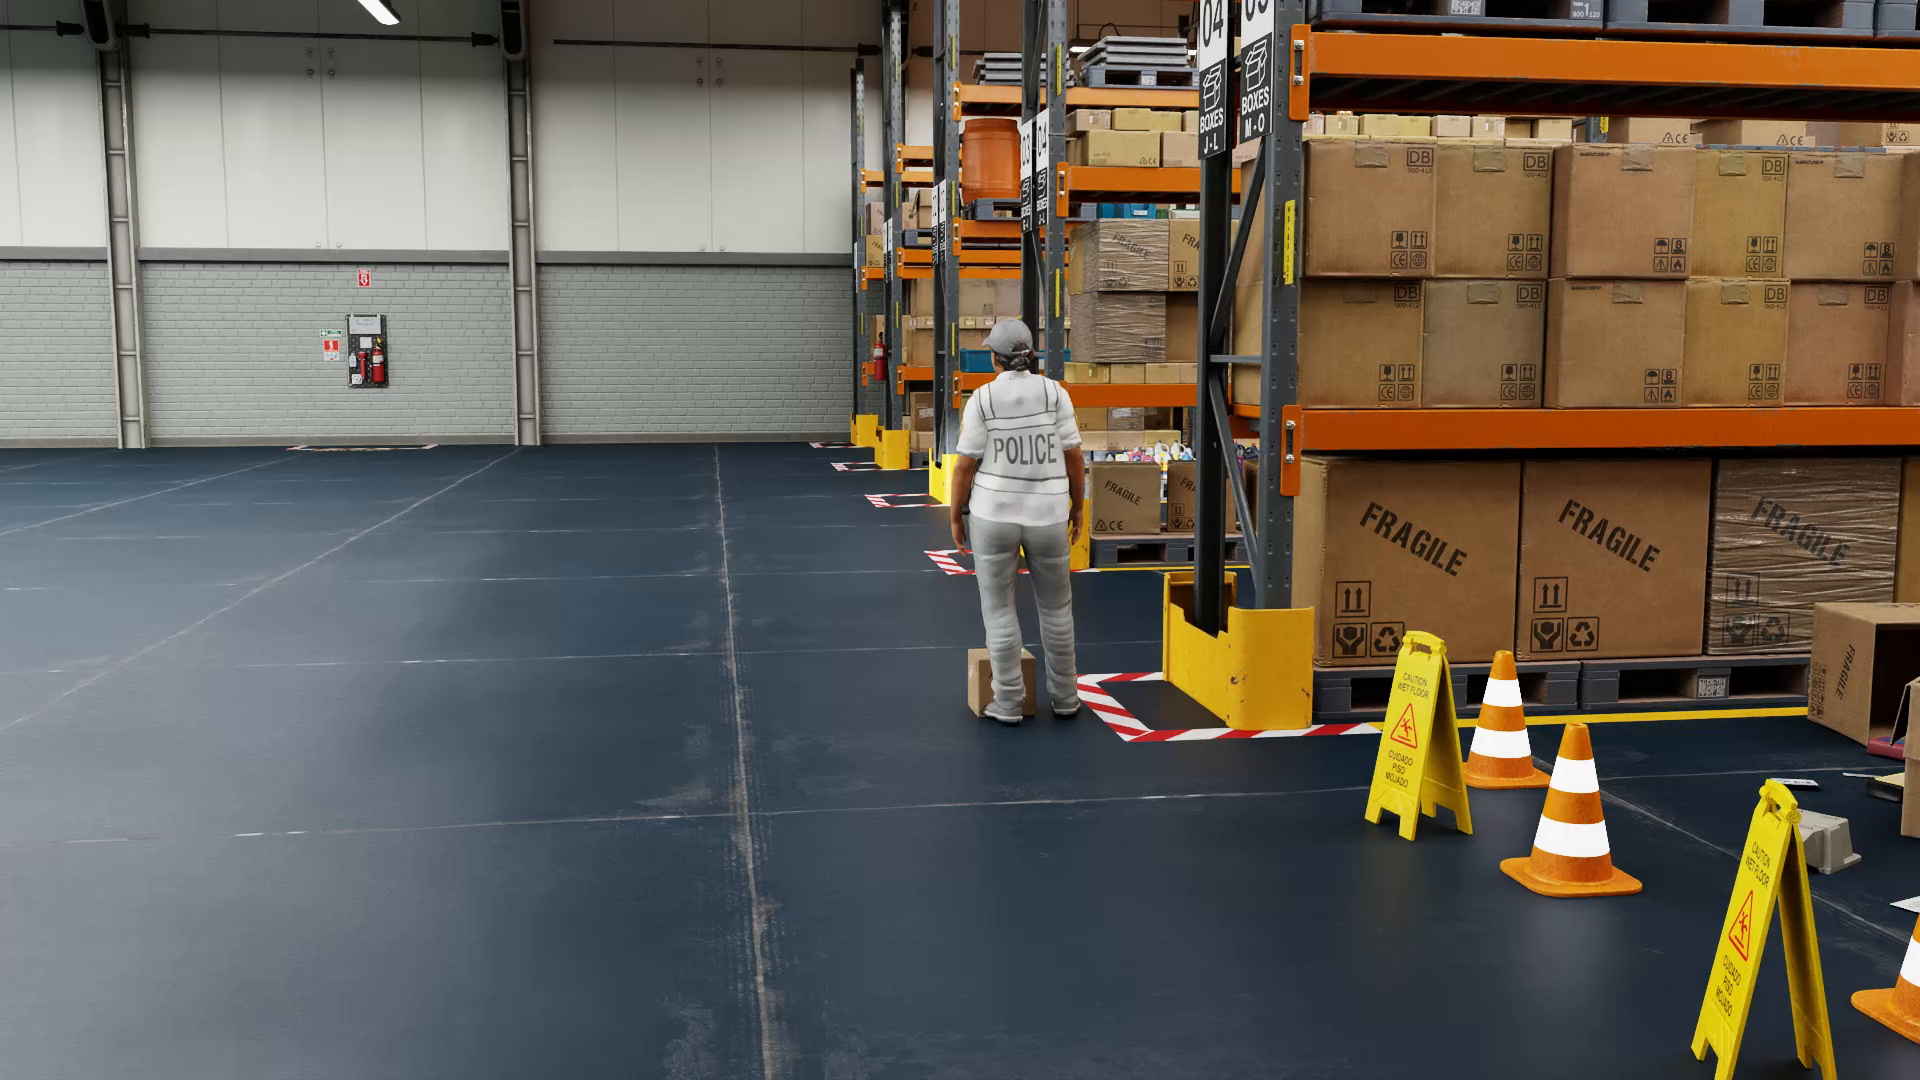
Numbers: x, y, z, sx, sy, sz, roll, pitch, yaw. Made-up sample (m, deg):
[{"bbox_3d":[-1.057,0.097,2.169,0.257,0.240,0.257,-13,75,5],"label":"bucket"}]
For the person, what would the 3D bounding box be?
[{"bbox_3d":[0.247,-0.079,6.913,0.597,1.670,0.529,-1,7,-7],"label":"person"}]
